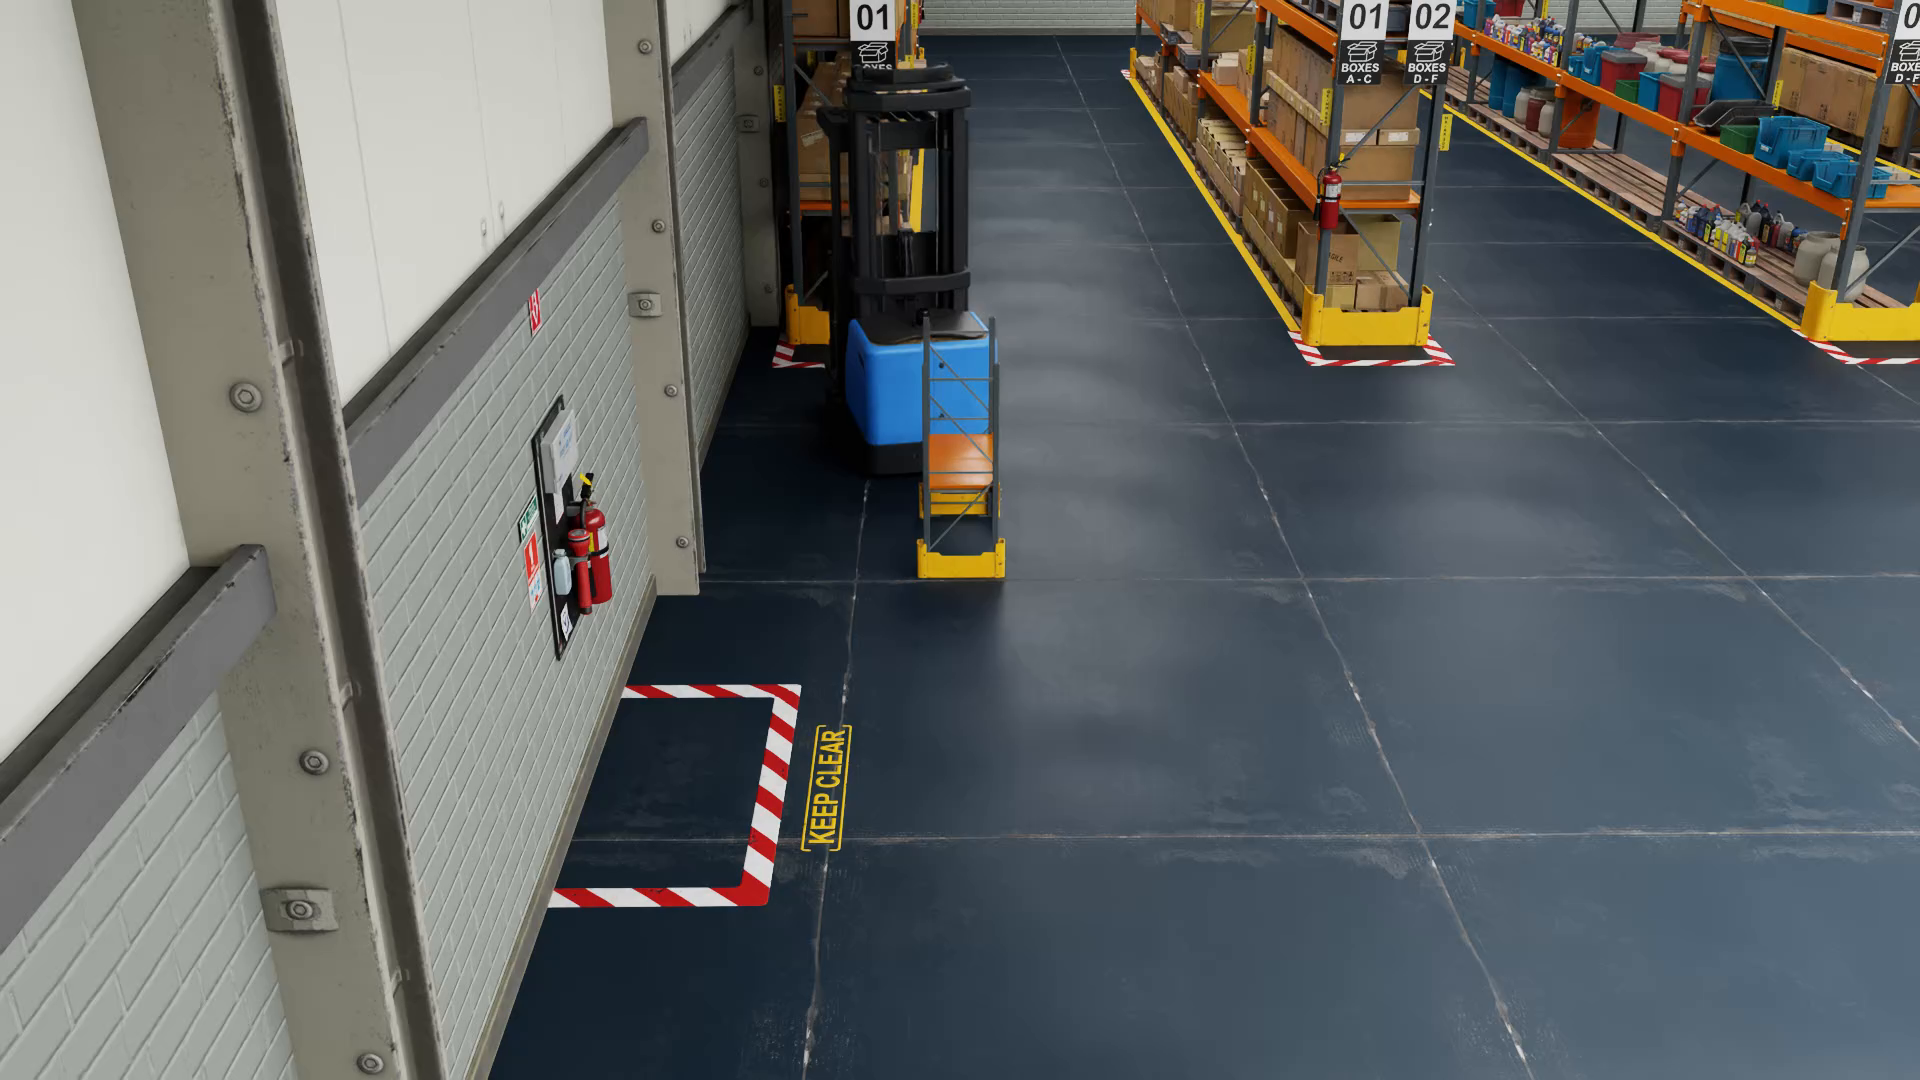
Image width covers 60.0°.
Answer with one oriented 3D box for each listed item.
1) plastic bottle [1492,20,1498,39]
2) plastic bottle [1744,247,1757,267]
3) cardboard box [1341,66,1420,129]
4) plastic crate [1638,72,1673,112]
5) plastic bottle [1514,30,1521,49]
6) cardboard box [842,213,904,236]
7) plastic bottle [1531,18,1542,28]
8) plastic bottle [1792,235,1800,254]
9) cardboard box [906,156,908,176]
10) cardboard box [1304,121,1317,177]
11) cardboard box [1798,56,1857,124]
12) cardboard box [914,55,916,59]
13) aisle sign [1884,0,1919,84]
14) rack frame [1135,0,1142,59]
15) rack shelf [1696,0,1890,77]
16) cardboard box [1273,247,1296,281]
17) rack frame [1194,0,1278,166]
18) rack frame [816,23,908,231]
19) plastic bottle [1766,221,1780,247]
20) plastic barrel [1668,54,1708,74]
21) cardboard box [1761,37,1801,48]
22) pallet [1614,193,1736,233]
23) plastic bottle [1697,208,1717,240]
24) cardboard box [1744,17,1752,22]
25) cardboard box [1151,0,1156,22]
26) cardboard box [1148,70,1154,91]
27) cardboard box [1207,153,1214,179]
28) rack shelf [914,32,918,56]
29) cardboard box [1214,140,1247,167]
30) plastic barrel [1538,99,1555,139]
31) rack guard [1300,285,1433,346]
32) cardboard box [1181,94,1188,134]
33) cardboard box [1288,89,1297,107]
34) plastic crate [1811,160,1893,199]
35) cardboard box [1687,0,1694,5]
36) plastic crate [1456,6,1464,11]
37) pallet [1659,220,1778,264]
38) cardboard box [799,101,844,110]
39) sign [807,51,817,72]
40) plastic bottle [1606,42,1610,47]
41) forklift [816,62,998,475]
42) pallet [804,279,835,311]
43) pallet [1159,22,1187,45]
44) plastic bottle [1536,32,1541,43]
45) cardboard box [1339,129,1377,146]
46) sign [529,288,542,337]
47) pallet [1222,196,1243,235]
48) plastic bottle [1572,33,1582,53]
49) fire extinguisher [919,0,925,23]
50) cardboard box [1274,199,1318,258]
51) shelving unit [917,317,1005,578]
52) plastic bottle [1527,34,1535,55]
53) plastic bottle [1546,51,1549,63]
[{"bbox_3d":[8.302,-7.910,25.754,0.097,0.271,0.097,0,24,0],"label":"plastic bottle"},{"bbox_3d":[8.375,-2.999,17.603,0.097,0.201,0.097,0,24,0],"label":"plastic bottle"},{"bbox_3d":[3.887,-4.149,15.588,0.700,0.500,0.500,0,24,0],"label":"cardboard box"},{"bbox_3d":[8.467,-5.413,20.098,0.392,0.384,0.575,0,24,-1],"label":"plastic crate"},{"bbox_3d":[8.314,-7.447,24.733,0.097,0.271,0.097,0,24,0],"label":"plastic bottle"},{"bbox_3d":[-0.955,-3.159,17.594,0.700,0.500,0.500,-2,24,-4],"label":"cardboard box"},{"bbox_3d":[9.030,-8.046,26.051,0.152,0.276,0.135,0,24,-1],"label":"plastic bottle"},{"bbox_3d":[9.119,-3.216,18.083,0.097,0.201,0.097,0,24,0],"label":"plastic bottle"},{"bbox_3d":[-0.780,-3.842,16.762,0.500,0.250,0.500,-1,24,-1],"label":"cardboard box"},{"bbox_3d":[3.878,-3.957,16.738,0.700,0.500,0.500,0,24,0],"label":"cardboard box"},{"bbox_3d":[13.693,-6.877,25.385,1.225,0.875,0.875,-1,24,-2],"label":"cardboard box"},{"bbox_3d":[-1.067,-7.164,26.048,0.750,0.750,0.750,0,24,0],"label":"cardboard box"},{"bbox_3d":[8.537,-4.472,14.844,0.394,0.787,0.004,0,24,-1],"label":"aisle sign"},{"bbox_3d":[3.706,-9.891,29.980,1.000,3.000,0.127,0,24,-1],"label":"rack frame"},{"bbox_3d":[8.812,-5.182,16.801,1.077,0.370,4.000,0,24,-1],"label":"rack shelf"},{"bbox_3d":[3.554,-2.868,17.279,0.500,0.250,0.500,0,24,-1],"label":"cardboard box"},{"bbox_3d":[3.793,-6.595,22.691,1.000,3.000,0.127,0,24,-1],"label":"rack frame"},{"bbox_3d":[-1.117,-4.923,18.994,1.000,3.000,0.127,0,24,-1],"label":"rack frame"},{"bbox_3d":[8.982,-3.386,18.359,0.061,0.283,0.133,0,24,-1],"label":"plastic bottle"},{"bbox_3d":[8.991,-5.727,20.607,0.433,0.535,0.433,0,24,0],"label":"plastic barrel"},{"bbox_3d":[13.728,-7.782,27.384,0.875,0.875,0.875,0,24,-1],"label":"cardboard box"},{"bbox_3d":[8.742,-4.020,20.382,1.003,0.211,1.213,0,24,-1],"label":"pallet"},{"bbox_3d":[8.386,-3.548,18.636,0.144,0.351,0.185,-1,24,-3],"label":"plastic bottle"},{"bbox_3d":[13.313,-8.720,27.695,0.380,0.149,0.250,0,24,0],"label":"cardboard box"},{"bbox_3d":[3.473,-8.917,27.706,0.500,0.500,0.500,0,24,1],"label":"cardboard box"},{"bbox_3d":[3.451,-7.761,27.999,0.500,0.311,0.500,0,24,-1],"label":"cardboard box"},{"bbox_3d":[3.523,-4.895,21.760,0.500,0.250,0.500,-1,24,-2],"label":"cardboard box"},{"bbox_3d":[-1.182,-7.067,24.609,1.077,0.370,4.000,0,24,-1],"label":"rack shelf"},{"bbox_3d":[3.529,-4.933,21.164,0.500,0.311,0.500,-1,24,-1],"label":"cardboard box"},{"bbox_3d":[8.628,-6.107,24.122,0.421,0.512,0.421,0,24,0],"label":"plastic barrel"},{"bbox_3d":[3.881,-2.149,15.896,1.175,0.500,0.348,0,24,-1],"label":"rack guard"},{"bbox_3d":[3.543,-6.254,24.437,0.500,0.500,0.500,-1,24,-2],"label":"cardboard box"},{"bbox_3d":[3.664,-4.645,17.472,0.380,0.149,0.250,-1,24,-2],"label":"cardboard box"},{"bbox_3d":[8.529,-3.456,15.932,0.499,0.251,0.616,0,24,-1],"label":"plastic crate"},{"bbox_3d":[13.286,-9.672,29.800,0.380,0.149,0.250,0,24,0],"label":"cardboard box"},{"bbox_3d":[8.383,-8.887,28.007,0.293,0.136,0.466,0,24,-1],"label":"plastic crate"},{"bbox_3d":[8.755,-3.420,19.055,1.003,0.211,1.213,0,24,-1],"label":"pallet"},{"bbox_3d":[-1.286,-3.958,16.108,0.500,0.500,0.500,0,24,0],"label":"cardboard box"},{"bbox_3d":[-1.672,-5.446,18.747,0.100,0.325,0.005,0,24,-1],"label":"sign"},{"bbox_3d":[9.107,-6.878,23.458,0.061,0.283,0.133,0,24,-1],"label":"plastic bottle"},{"bbox_3d":[-0.531,-2.411,13.525,1.130,2.935,3.031,-5,25,-12],"label":"forklift"},{"bbox_3d":[-1.047,-2.370,16.734,1.003,0.211,1.213,0,24,-1],"label":"pallet"},{"bbox_3d":[3.649,-7.826,25.646,1.003,0.211,1.213,0,24,-1],"label":"pallet"},{"bbox_3d":[8.445,-7.275,24.337,0.061,0.283,0.133,0,24,-1],"label":"plastic bottle"},{"bbox_3d":[3.686,-3.796,15.594,0.380,0.149,0.250,-1,24,-1],"label":"cardboard box"},{"bbox_3d":[-1.991,-1.121,7.775,0.001,0.298,0.199,0,24,-1],"label":"sign"},{"bbox_3d":[3.790,-3.979,20.292,1.003,0.211,1.213,0,24,-1],"label":"pallet"},{"bbox_3d":[9.050,-7.310,24.424,0.152,0.276,0.135,0,24,-1],"label":"plastic bottle"},{"bbox_3d":[-0.788,-9.726,30.162,0.296,0.674,0.183,0,24,-1],"label":"fire extinguisher"},{"bbox_3d":[3.551,-3.210,17.125,0.500,0.500,0.500,0,24,-1],"label":"cardboard box"},{"bbox_3d":[0.001,-0.652,11.371,0.587,1.500,1.083,0,24,-1],"label":"shelving unit"},{"bbox_3d":[8.303,-7.198,24.167,0.061,0.283,0.133,0,24,-1],"label":"plastic bottle"},{"bbox_3d":[8.330,-6.832,23.458,0.097,0.201,0.097,0,24,0],"label":"plastic bottle"}]
